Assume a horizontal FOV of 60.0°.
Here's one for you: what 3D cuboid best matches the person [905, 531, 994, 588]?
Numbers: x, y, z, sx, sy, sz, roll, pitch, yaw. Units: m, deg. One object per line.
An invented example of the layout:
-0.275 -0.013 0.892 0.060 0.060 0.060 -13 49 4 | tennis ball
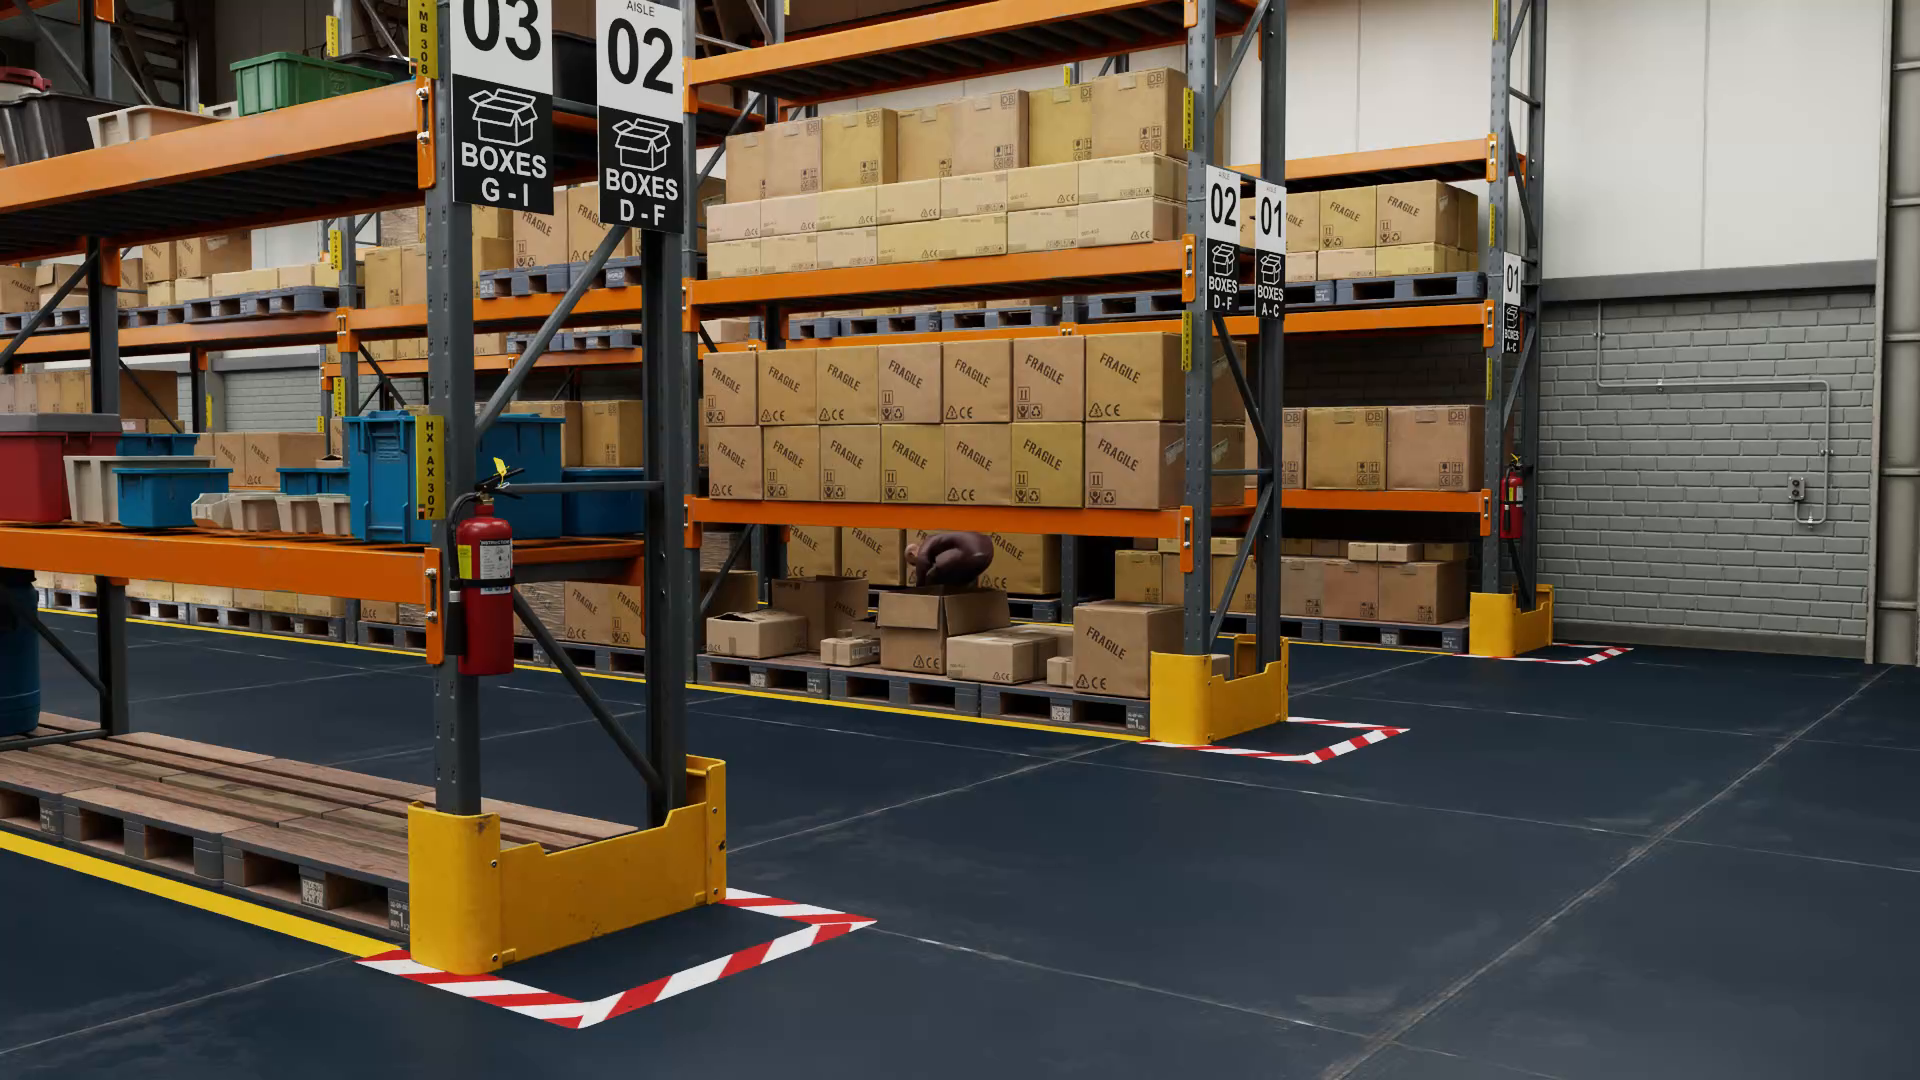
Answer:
-0.128 0.345 15.124 0.944 0.952 0.583 2 4 34 | person
